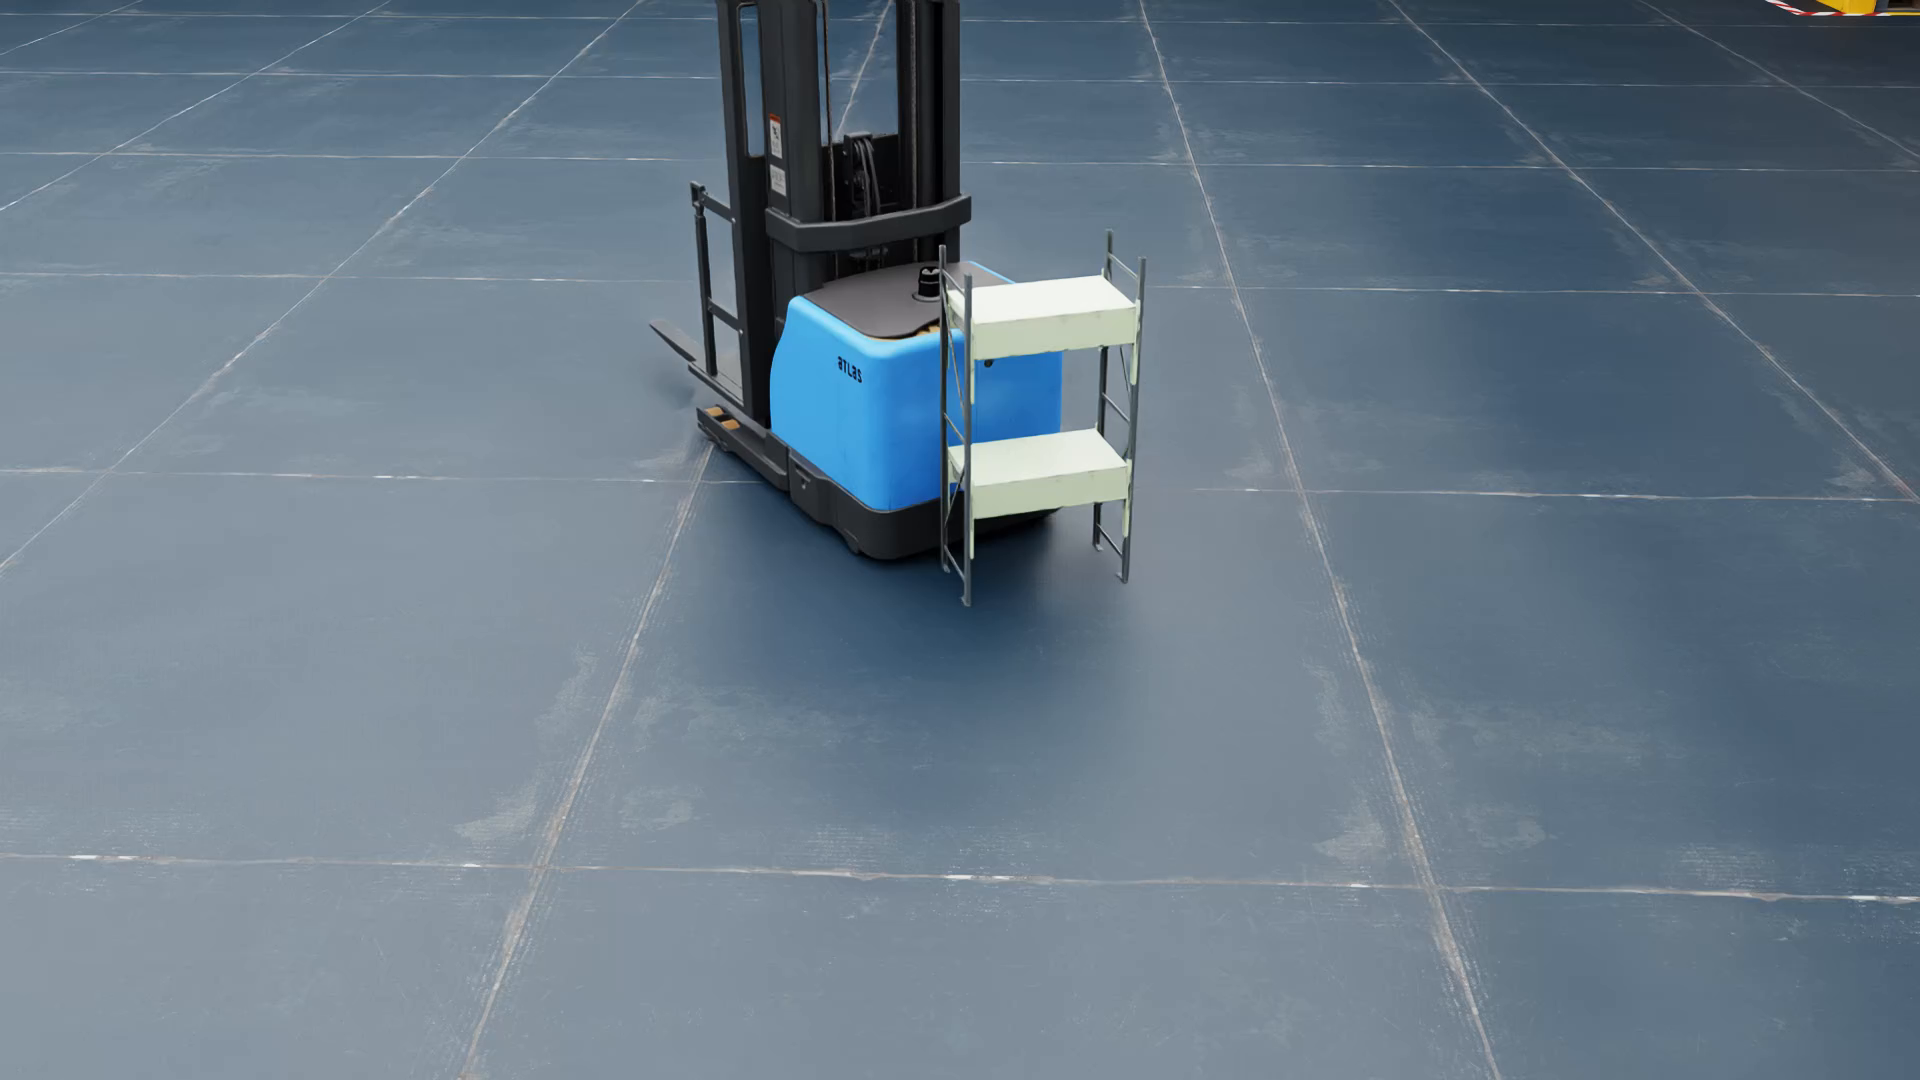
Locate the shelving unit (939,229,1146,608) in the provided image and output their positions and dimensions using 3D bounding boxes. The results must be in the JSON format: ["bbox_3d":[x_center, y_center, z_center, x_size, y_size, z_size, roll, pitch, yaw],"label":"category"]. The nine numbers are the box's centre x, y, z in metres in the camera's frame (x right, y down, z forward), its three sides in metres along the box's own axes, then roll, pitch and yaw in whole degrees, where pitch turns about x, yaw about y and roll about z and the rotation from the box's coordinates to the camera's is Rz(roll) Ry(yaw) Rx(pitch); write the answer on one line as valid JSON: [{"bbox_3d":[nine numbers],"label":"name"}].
[{"bbox_3d":[0.331,-0.510,7.110,0.755,1.500,0.431,-8,29,-15],"label":"shelving unit"}]

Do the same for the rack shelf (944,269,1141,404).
[{"bbox_3d":[0.331,-0.854,6.927,0.720,0.370,0.431,-8,29,-15],"label":"rack shelf"}]

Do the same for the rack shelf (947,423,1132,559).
[{"bbox_3d":[0.331,-0.222,7.263,0.720,0.370,0.431,-8,29,-15],"label":"rack shelf"}]

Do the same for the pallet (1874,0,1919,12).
[{"bbox_3d":[11.227,-6.462,19.715,1.213,0.211,1.003,1,28,2],"label":"pallet"}]

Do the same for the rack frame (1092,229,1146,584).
[{"bbox_3d":[0.682,-0.559,7.202,0.023,1.500,0.400,-8,29,-15],"label":"rack frame"}]

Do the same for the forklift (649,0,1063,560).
[{"bbox_3d":[-0.724,-1.855,8.120,1.130,2.935,3.031,-16,32,-28],"label":"forklift"}]

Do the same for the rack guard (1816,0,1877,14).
[{"bbox_3d":[10.437,-6.583,19.635,0.348,0.500,1.175,1,28,2],"label":"rack guard"}]

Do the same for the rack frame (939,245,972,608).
[{"bbox_3d":[-0.020,-0.461,7.018,0.023,1.500,0.400,-8,29,-15],"label":"rack frame"}]
